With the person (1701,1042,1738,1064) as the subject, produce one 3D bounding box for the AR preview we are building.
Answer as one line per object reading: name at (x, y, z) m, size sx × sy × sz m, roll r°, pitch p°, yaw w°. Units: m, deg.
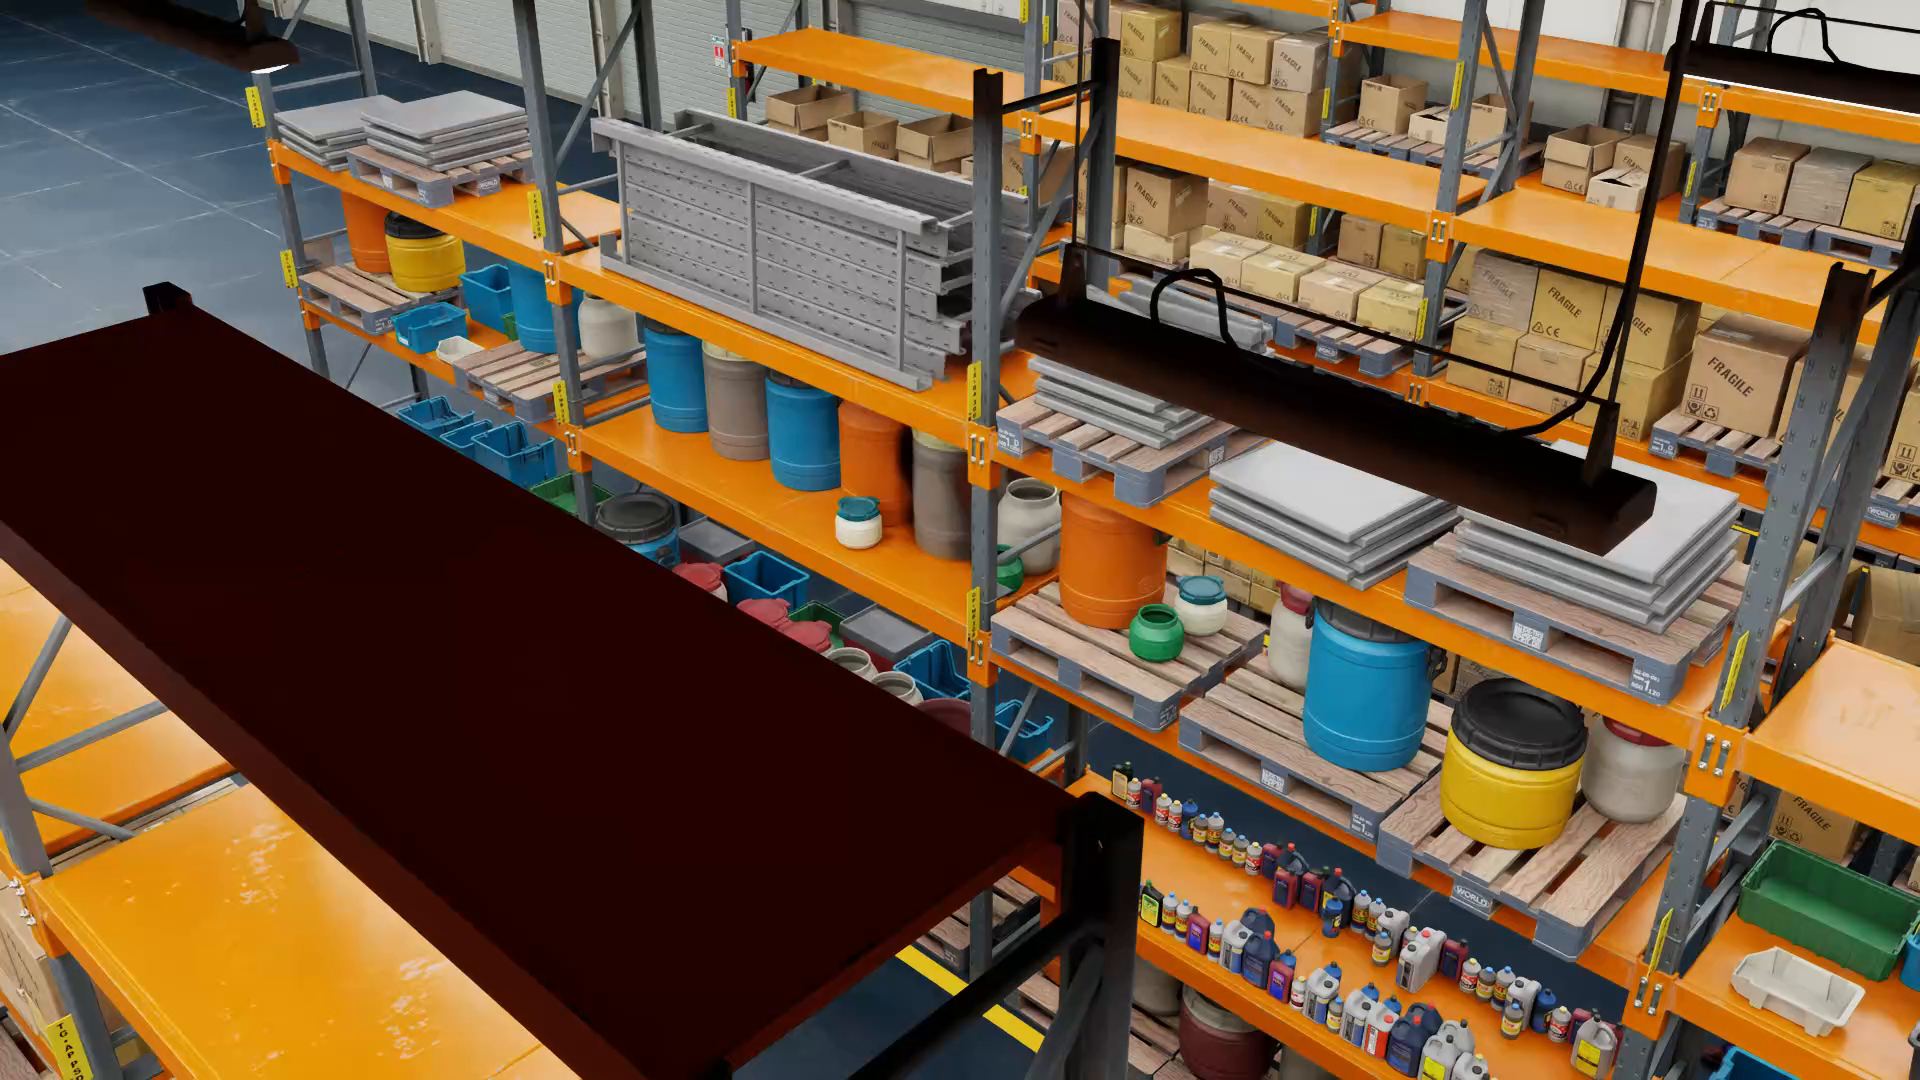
person at (4.961, 2.697, 9.739) m, size 1.028 × 1.601 × 0.653 m, roll 25°, pitch 38°, yaw 37°
